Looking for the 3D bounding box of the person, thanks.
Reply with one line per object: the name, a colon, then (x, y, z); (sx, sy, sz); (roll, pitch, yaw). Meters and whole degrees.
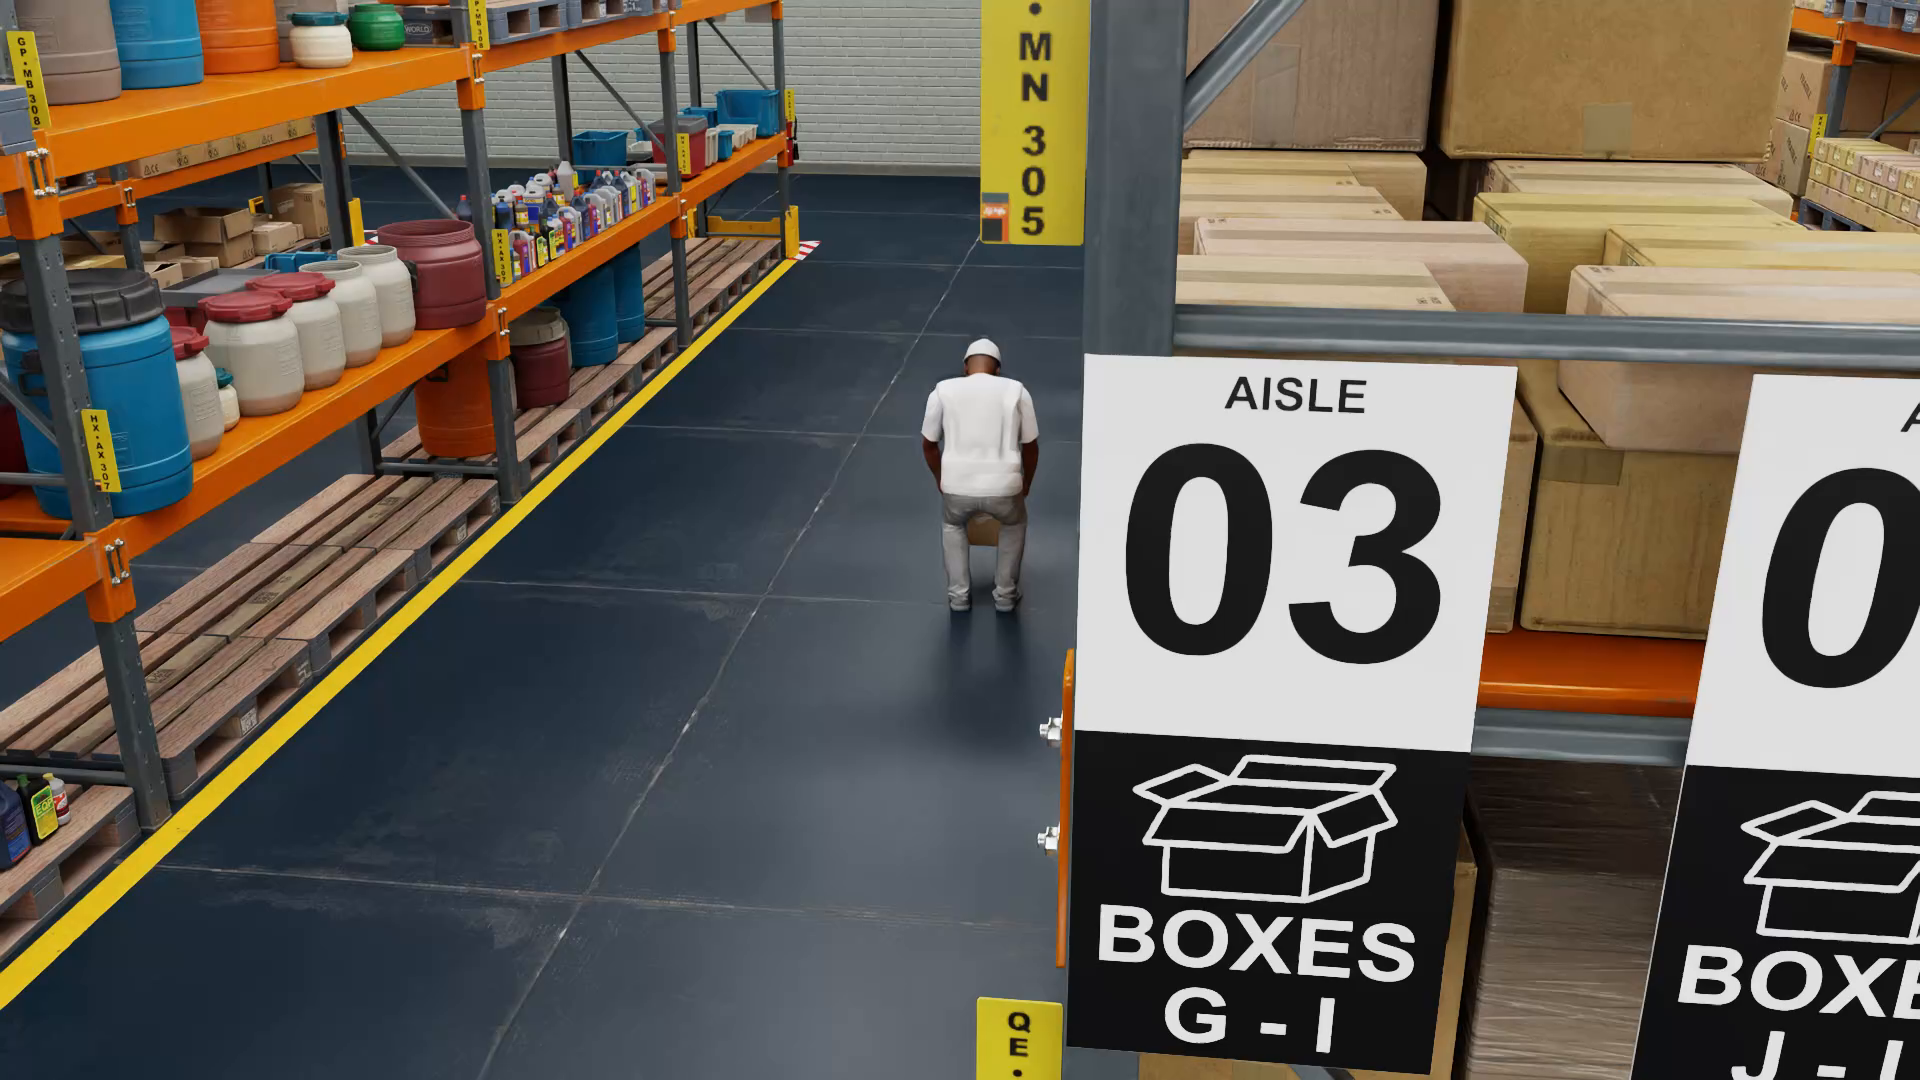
person: (0.097, -0.332, 8.919); (0.632, 1.405, 0.762); (3, 21, 7)
